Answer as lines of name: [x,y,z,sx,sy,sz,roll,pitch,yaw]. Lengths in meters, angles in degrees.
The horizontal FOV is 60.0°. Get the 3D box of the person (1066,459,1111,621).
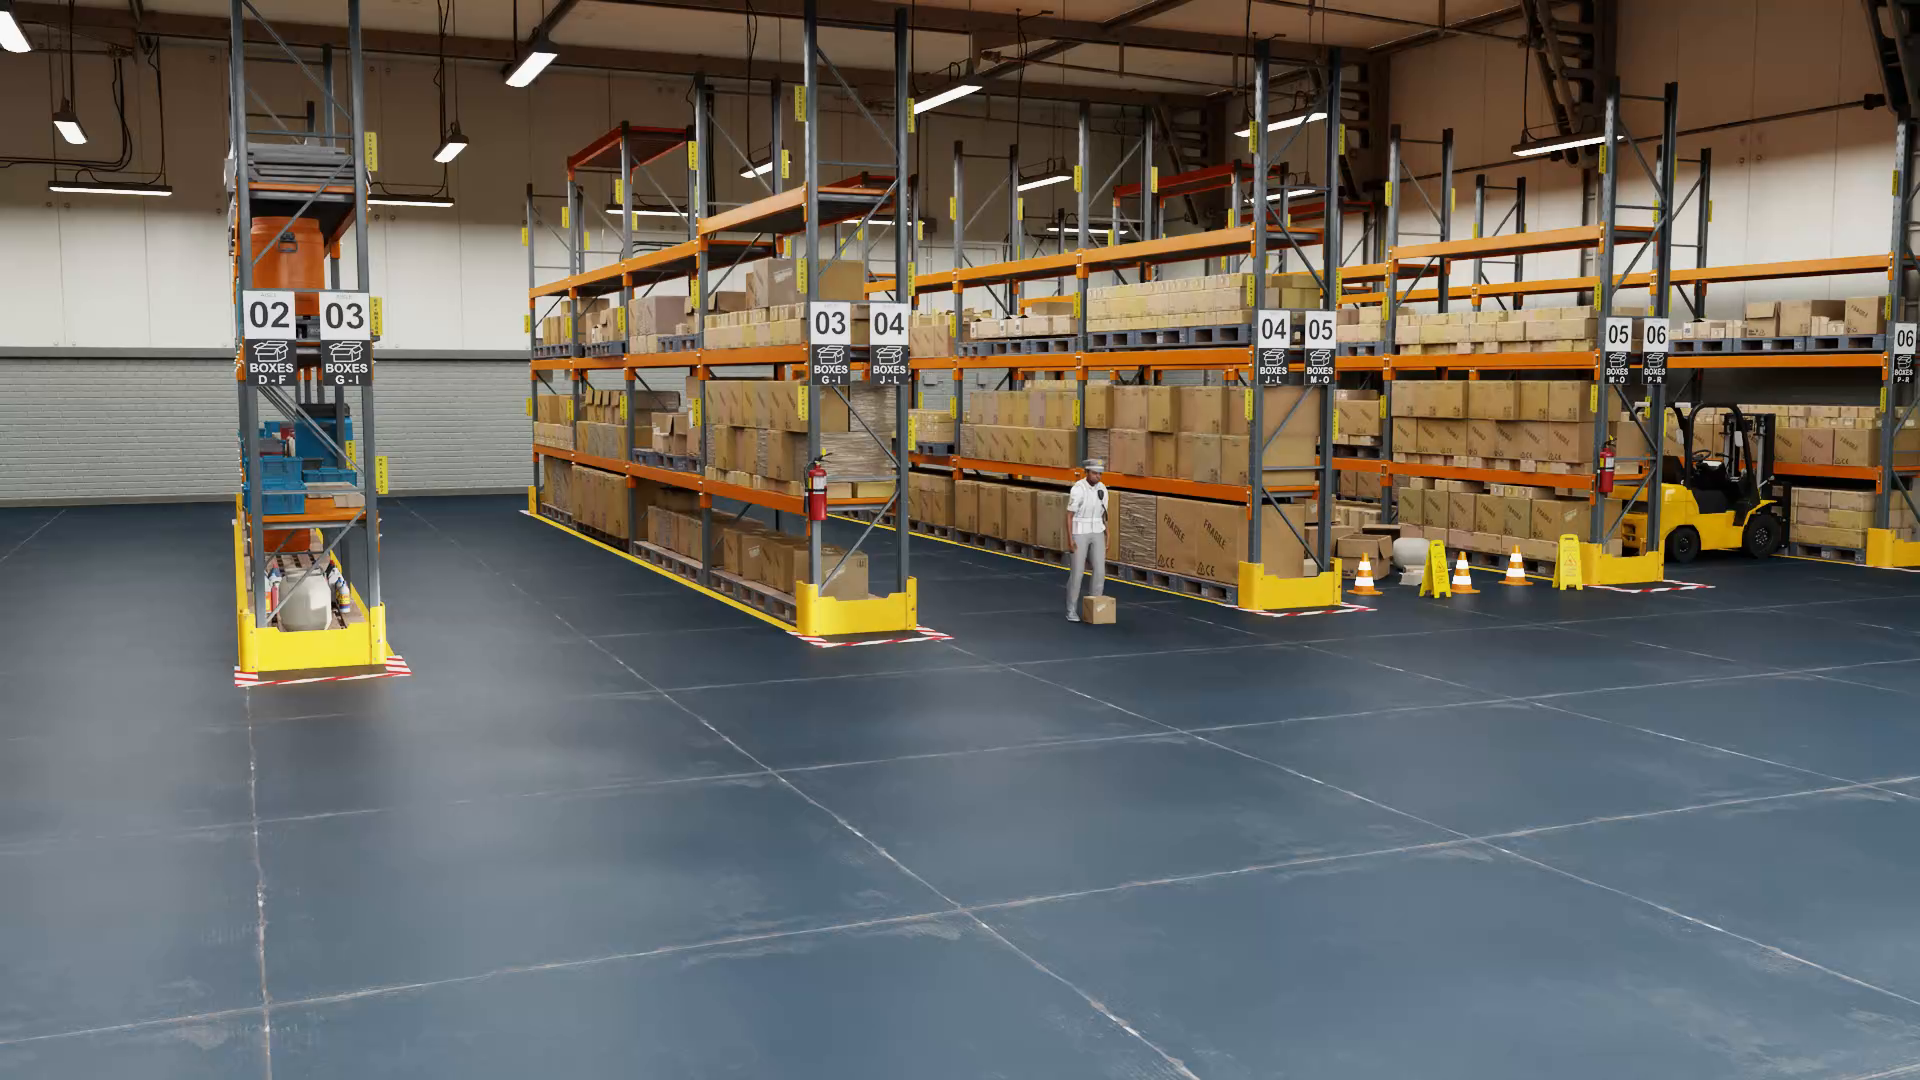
person: [1.319,-0.007,17.091,0.517,1.657,0.417,-3,6,-25]
